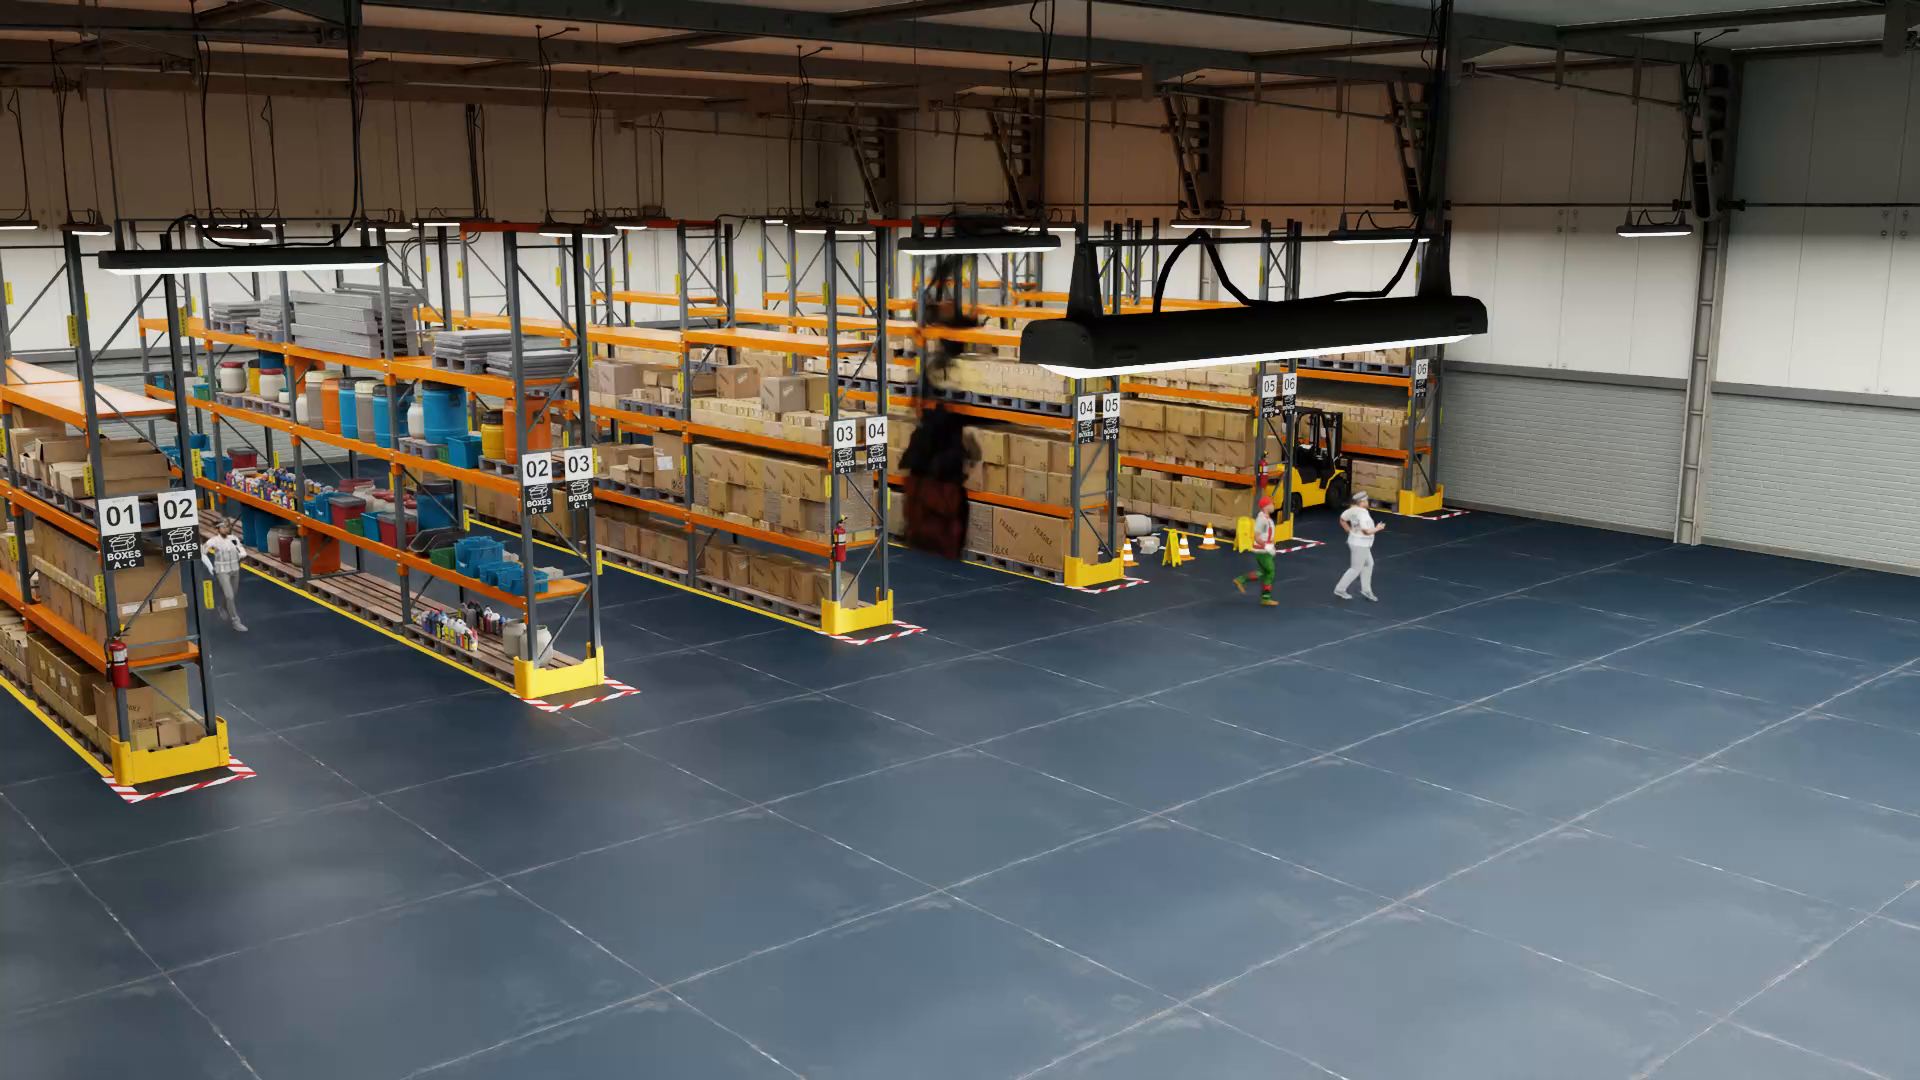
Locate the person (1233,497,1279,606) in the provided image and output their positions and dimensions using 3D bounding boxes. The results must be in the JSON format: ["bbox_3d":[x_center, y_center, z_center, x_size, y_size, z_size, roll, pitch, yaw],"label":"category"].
[{"bbox_3d":[4.752,0.167,26.581,0.741,1.765,0.657,3,12,14],"label":"person"}]

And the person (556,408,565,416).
[{"bbox_3d":[-9.673,-2.497,40.312,0.761,1.626,0.692,6,13,26],"label":"person"}]

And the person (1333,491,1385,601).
[{"bbox_3d":[6.427,0.120,26.793,0.787,1.837,0.647,0,11,-1],"label":"person"}]

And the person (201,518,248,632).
[{"bbox_3d":[-11.043,0.489,25.057,0.896,1.681,0.593,9,14,36],"label":"person"}]
